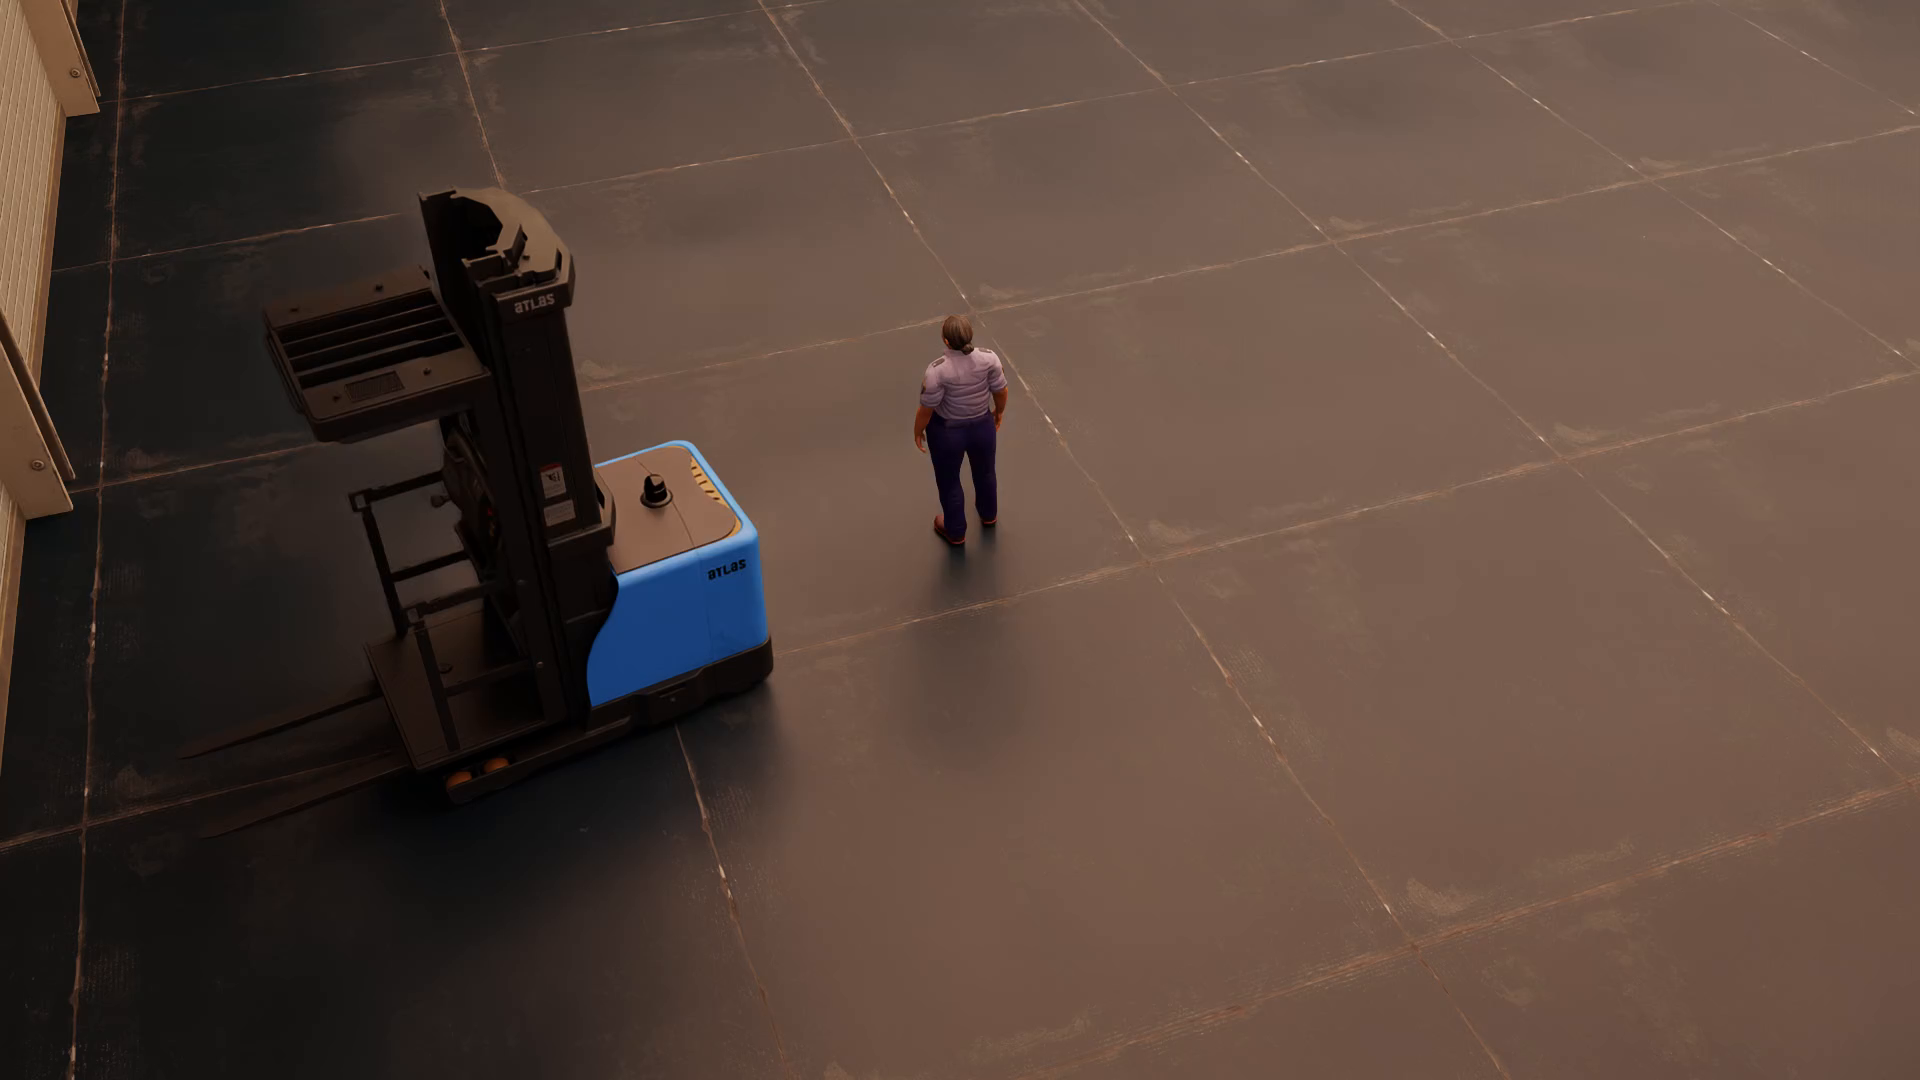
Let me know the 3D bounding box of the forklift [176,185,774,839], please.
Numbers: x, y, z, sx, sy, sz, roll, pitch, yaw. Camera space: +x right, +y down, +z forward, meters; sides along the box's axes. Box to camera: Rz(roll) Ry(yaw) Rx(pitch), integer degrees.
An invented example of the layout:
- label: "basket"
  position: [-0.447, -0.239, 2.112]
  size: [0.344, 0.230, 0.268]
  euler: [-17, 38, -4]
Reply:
- label: "forklift"
  position: [-2.582, -0.146, 8.171]
  size: [3.031, 2.935, 1.130]
  euler: [-20, 44, -22]

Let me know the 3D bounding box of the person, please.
- label: "person"
  position: [-0.010, -0.692, 9.814]
  size: [0.599, 1.640, 0.503]
  euler: [-13, 42, -15]
